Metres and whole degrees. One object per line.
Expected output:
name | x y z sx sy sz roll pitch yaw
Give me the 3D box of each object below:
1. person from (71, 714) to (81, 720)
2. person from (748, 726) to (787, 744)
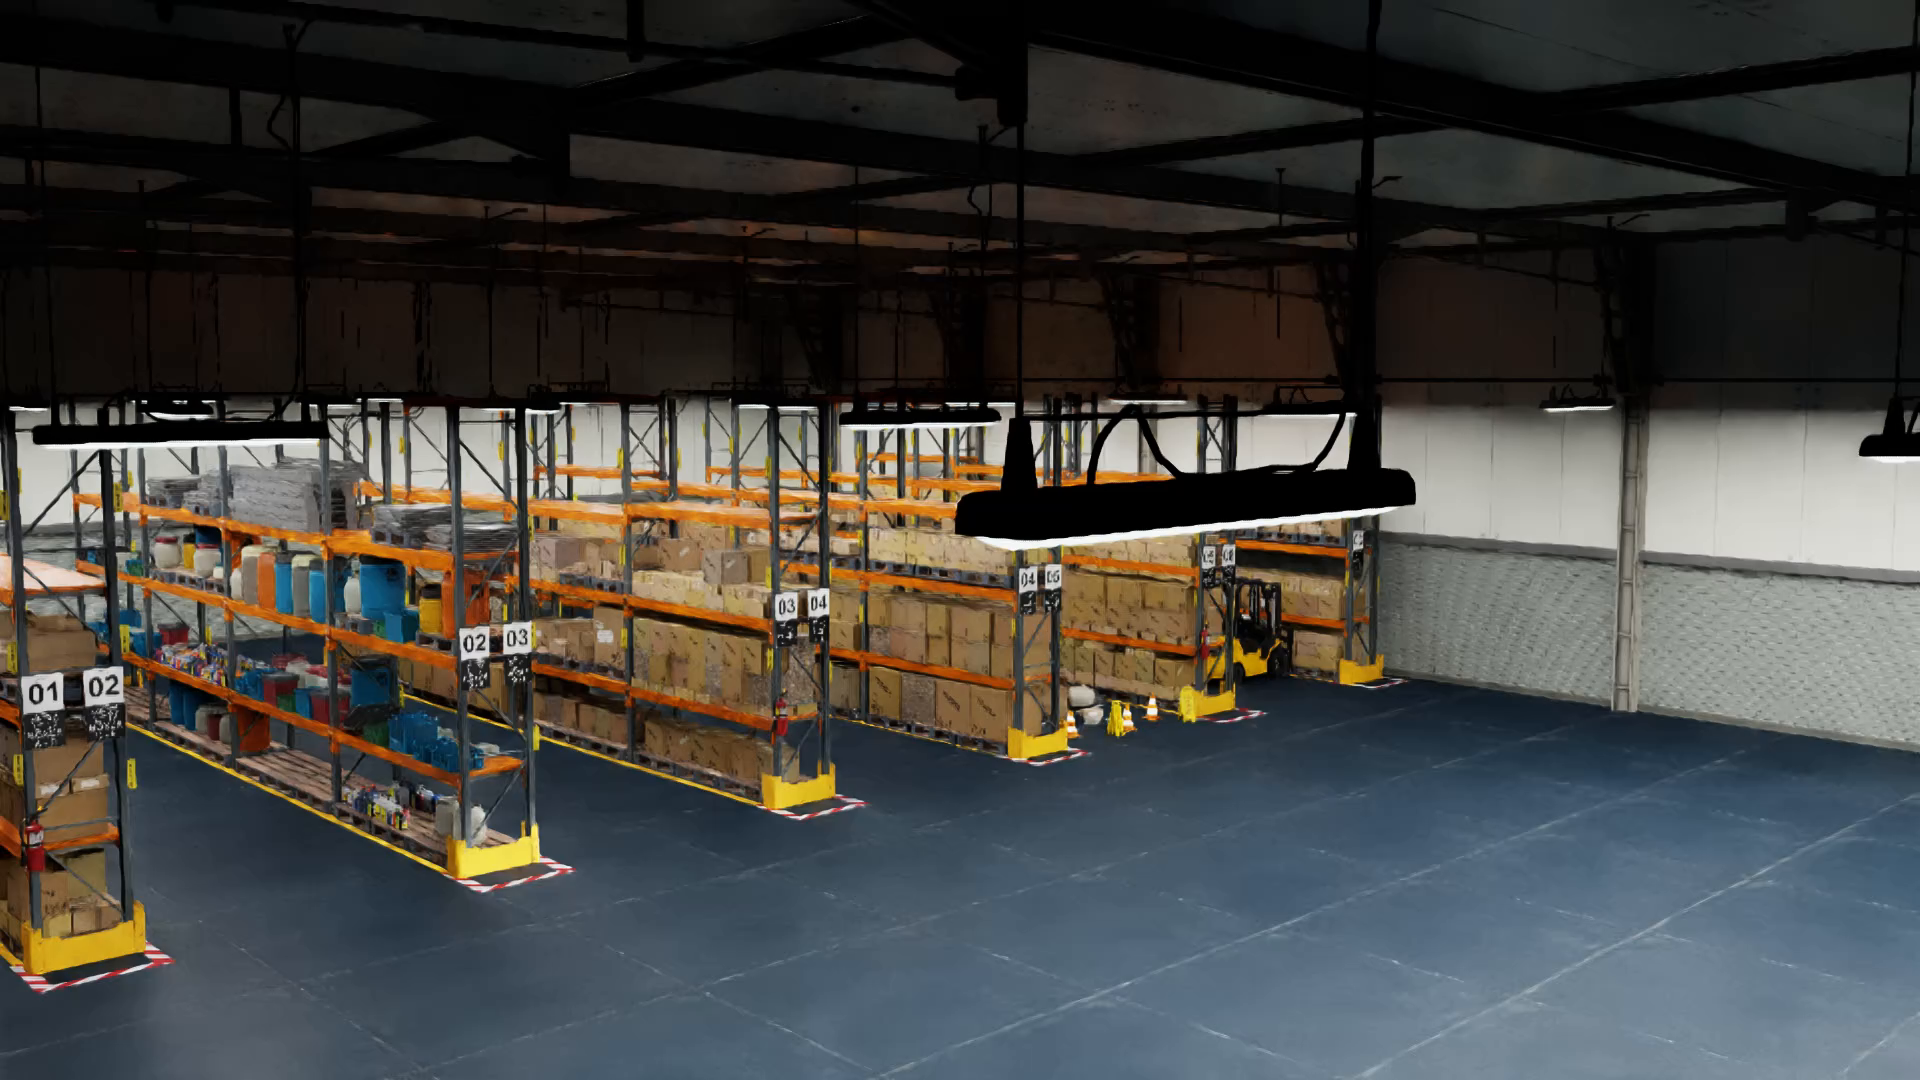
person | -15.572 2.606 29.209 0.640 1.788 0.505 2 6 17
person | -3.366 2.708 28.959 0.686 1.666 0.867 -4 7 -38
